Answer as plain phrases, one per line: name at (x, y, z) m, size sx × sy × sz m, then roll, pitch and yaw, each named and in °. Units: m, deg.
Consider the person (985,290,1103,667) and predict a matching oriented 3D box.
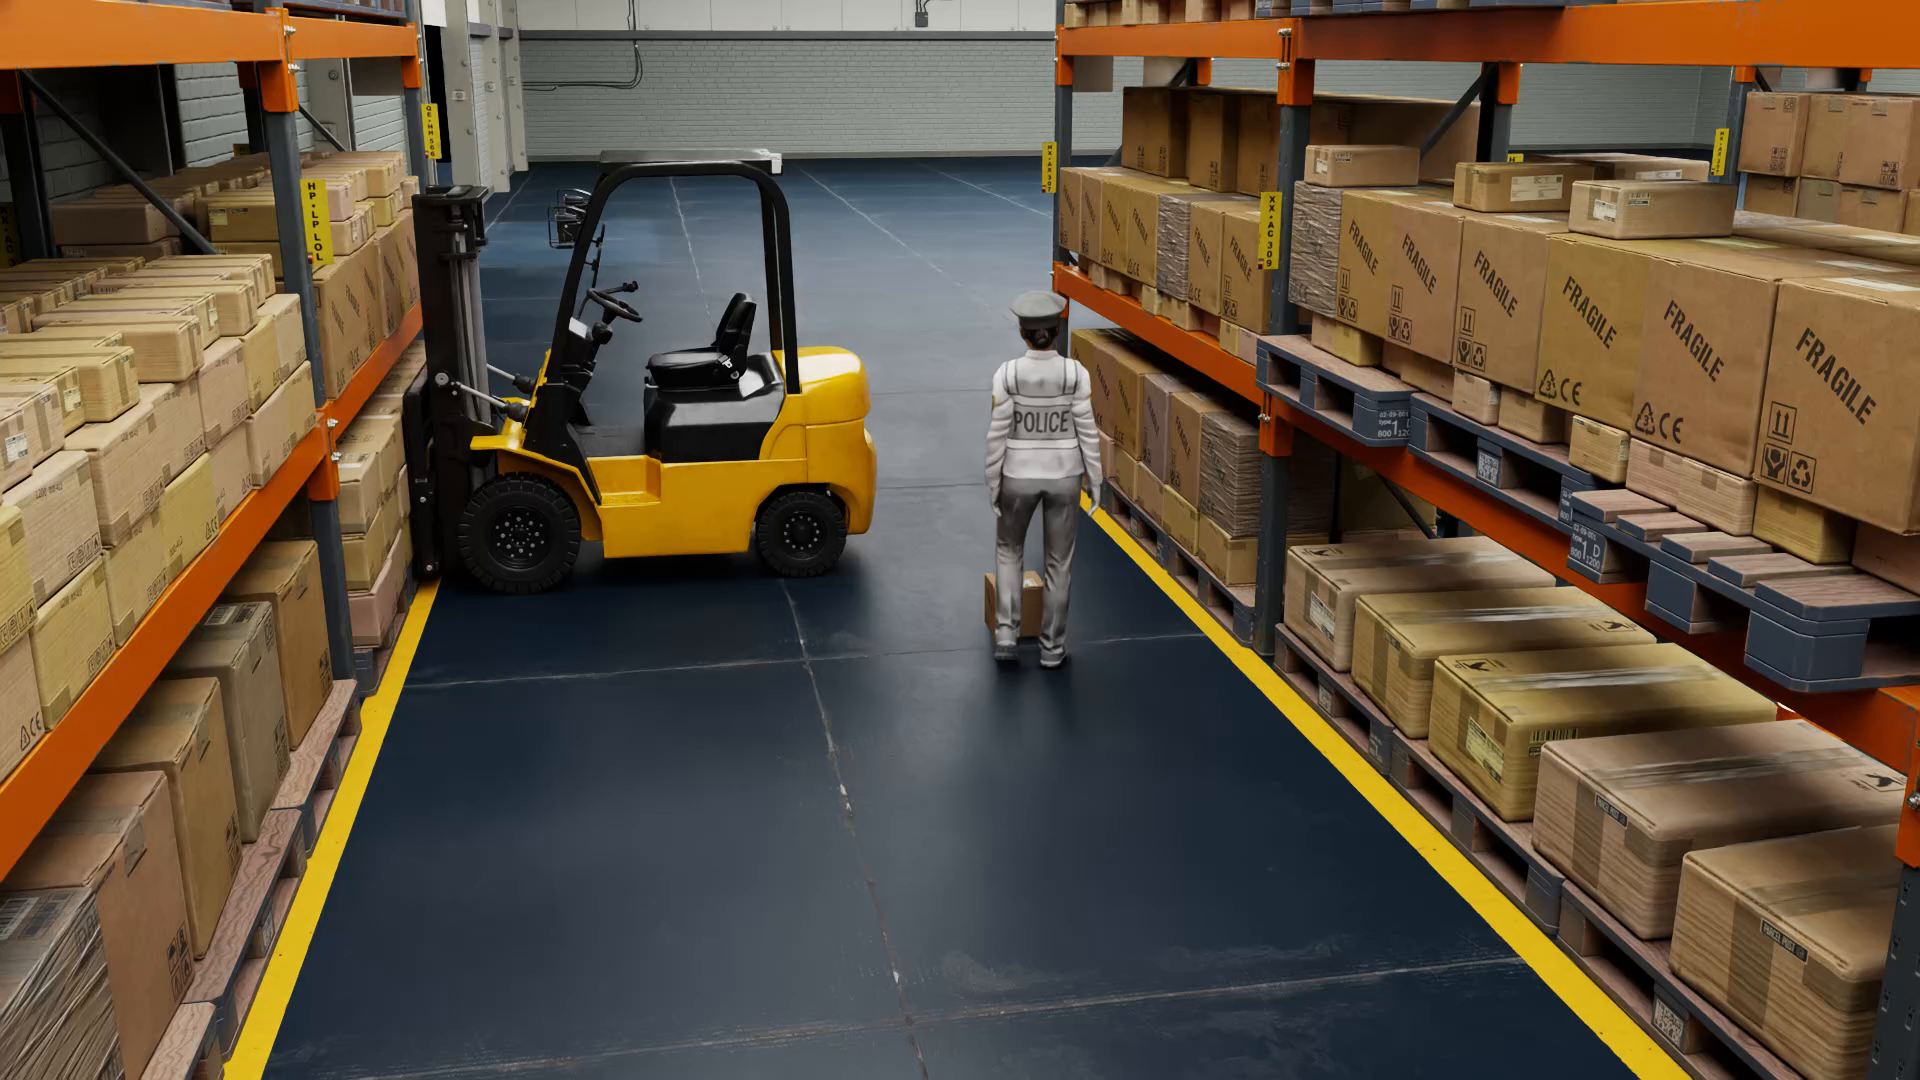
person at (0.372, -0.240, 7.342) m, size 0.517 × 1.712 × 0.379 m, roll 1°, pitch 17°, yaw 4°
